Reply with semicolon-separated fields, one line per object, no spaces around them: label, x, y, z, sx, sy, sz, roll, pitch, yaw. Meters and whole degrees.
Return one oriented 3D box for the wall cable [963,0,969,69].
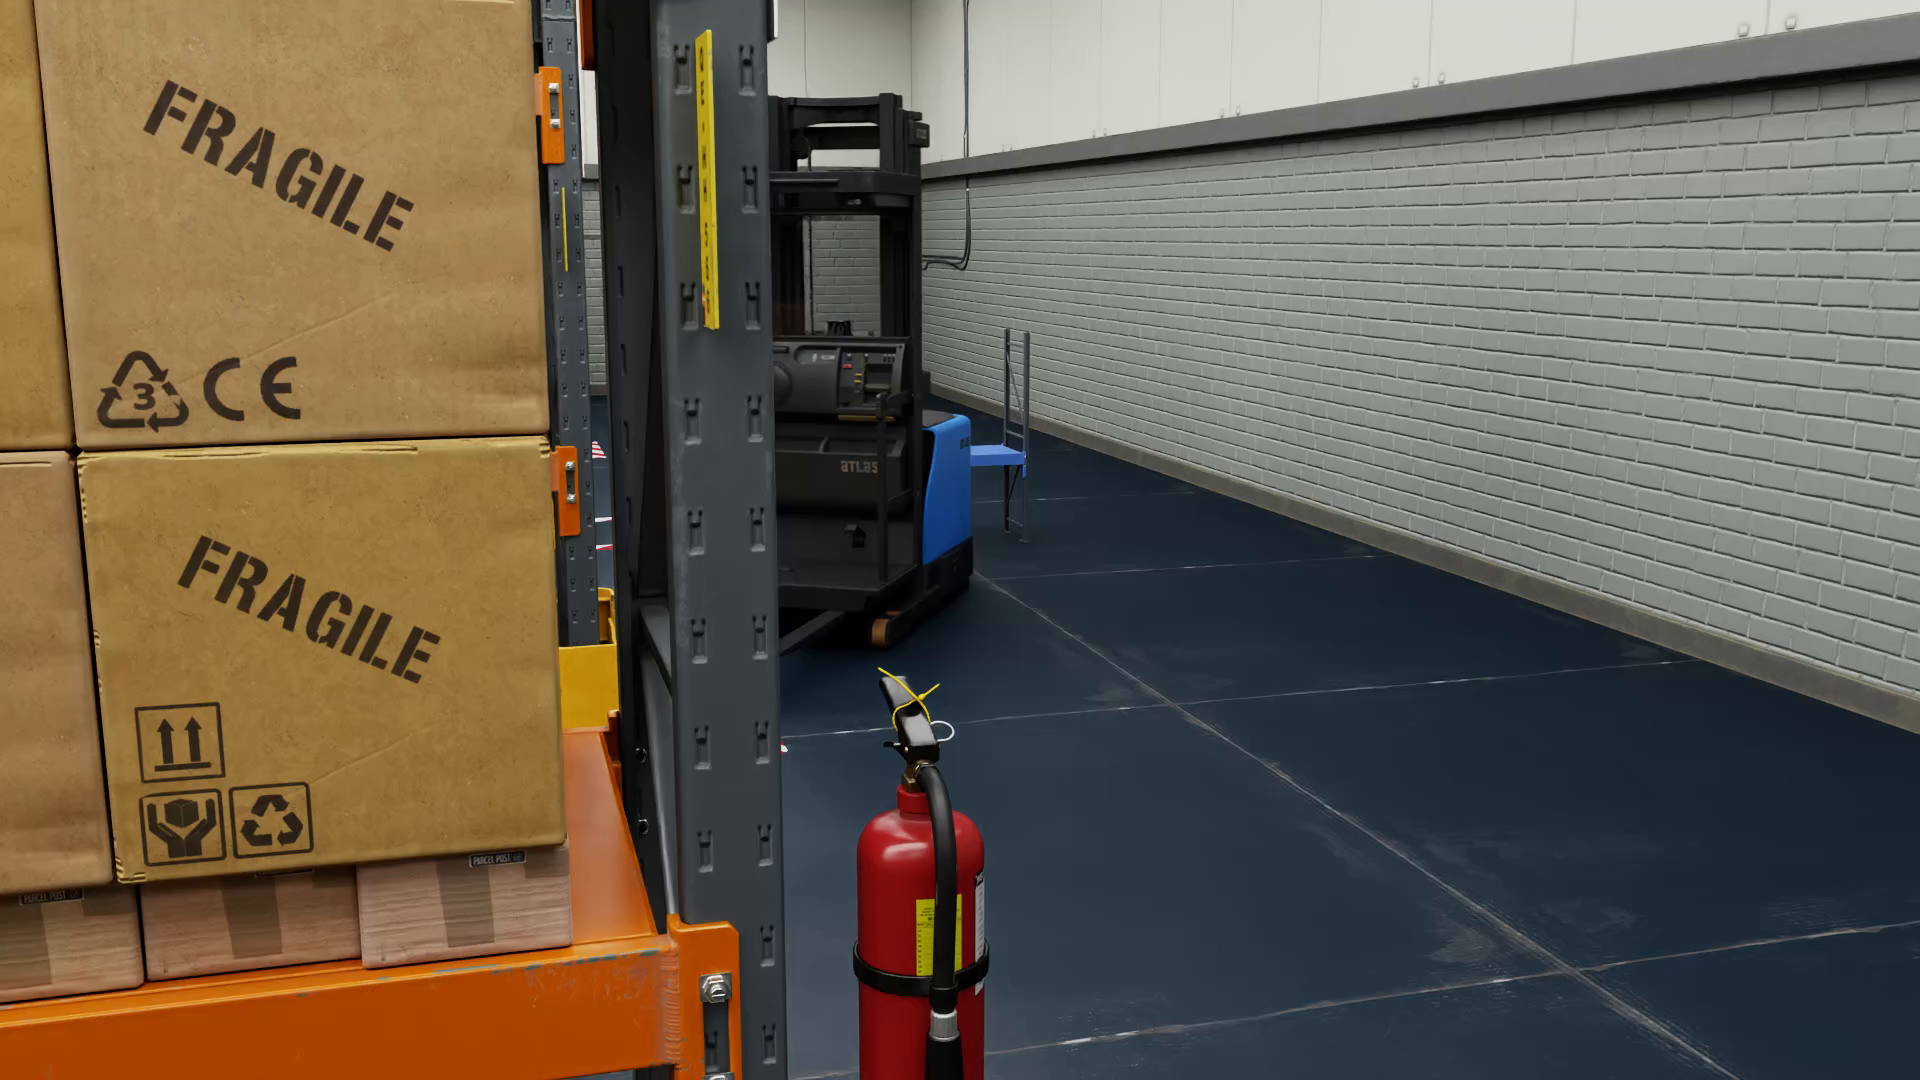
wall cable;0.421;-6.888;19.236;0.112;2.526;3.097;-3;11;-16

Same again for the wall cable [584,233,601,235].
wall cable;-4.901;-3.956;22.446;1.851;1.984;0.084;-3;11;-16

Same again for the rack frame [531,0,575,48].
rack frame;-1.712;-3.595;6.718;0.127;3.000;1.000;-3;11;-16

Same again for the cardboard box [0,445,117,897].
cardboard box;-1.278;0.120;2.010;0.500;0.500;0.500;-3;11;-17

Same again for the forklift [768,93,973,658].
forklift;-0.814;-0.938;9.047;1.130;2.935;3.031;3;11;16

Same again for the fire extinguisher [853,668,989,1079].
fire extinguisher;-0.052;0.512;2.224;0.183;0.674;0.296;-3;11;-16

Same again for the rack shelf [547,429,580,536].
rack shelf;-3.632;-0.189;6.776;4.000;0.370;1.077;-3;11;-16

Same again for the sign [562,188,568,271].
sign;-1.574;-1.235;6.618;0.005;0.325;0.100;-3;11;-16

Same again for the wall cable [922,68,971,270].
wall cable;-0.335;-4.875;22.248;0.112;2.526;3.097;-3;11;-16

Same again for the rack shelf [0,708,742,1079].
rack shelf;-2.343;0.678;2.065;4.000;0.370;1.077;-3;11;-16

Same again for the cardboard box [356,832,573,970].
cardboard box;-0.657;0.412;2.216;0.250;0.149;0.380;-3;11;-16

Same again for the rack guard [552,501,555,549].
rack guard;-3.077;-0.279;12.183;0.348;0.500;1.175;-3;11;-16

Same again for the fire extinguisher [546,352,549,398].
fire extinguisher;-2.825;-1.212;11.591;0.183;0.674;0.296;-3;11;-16

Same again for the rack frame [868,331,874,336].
rack frame;-0.570;-0.708;11.747;0.032;1.500;0.500;-3;11;-16

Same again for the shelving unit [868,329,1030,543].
shelving unit;-0.082;-0.733;11.887;1.048;1.500;0.538;-3;11;-16

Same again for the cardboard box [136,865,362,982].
cardboard box;-0.906;0.418;2.183;0.250;0.149;0.380;-3;11;-16

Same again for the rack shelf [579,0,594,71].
rack shelf;-2.343;-0.797;1.793;4.000;0.370;1.077;-3;11;-16

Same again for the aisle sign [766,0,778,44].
aisle sign;-0.269;-1.007;2.051;0.004;0.787;0.394;-3;11;-16

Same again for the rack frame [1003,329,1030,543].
rack frame;0.406;-0.759;12.027;0.032;1.500;0.500;-3;11;-16

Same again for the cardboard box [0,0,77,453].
cardboard box;-1.279;-0.372;1.923;0.500;0.500;0.500;-3;11;-18

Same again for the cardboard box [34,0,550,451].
cardboard box;-0.793;-0.398;2.062;0.500;0.500;0.500;-3;11;-17

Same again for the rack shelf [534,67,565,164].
rack shelf;-3.632;-1.664;6.505;4.000;0.370;1.077;-3;11;-16

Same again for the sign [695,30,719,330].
sign;-0.287;-0.404;1.887;0.005;0.325;0.100;-3;11;-16

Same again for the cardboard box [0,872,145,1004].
cardboard box;-1.143;0.434;2.100;0.250;0.149;0.380;-3;11;-17

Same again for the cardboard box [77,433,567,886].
cardboard box;-0.782;0.095;2.147;0.500;0.500;0.500;-3;11;-15

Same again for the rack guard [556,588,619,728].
rack guard;-1.689;0.584;7.494;0.348;0.500;1.175;-3;11;-16

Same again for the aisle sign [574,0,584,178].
aisle sign;-1.559;-1.874;6.762;0.004;0.787;0.394;-3;11;-16

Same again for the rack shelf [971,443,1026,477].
rack shelf;-0.082;-0.556;11.920;1.000;0.185;0.538;-3;11;-16

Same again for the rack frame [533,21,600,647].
rack frame;-1.712;-0.644;7.261;0.127;3.000;1.000;-3;11;-16
